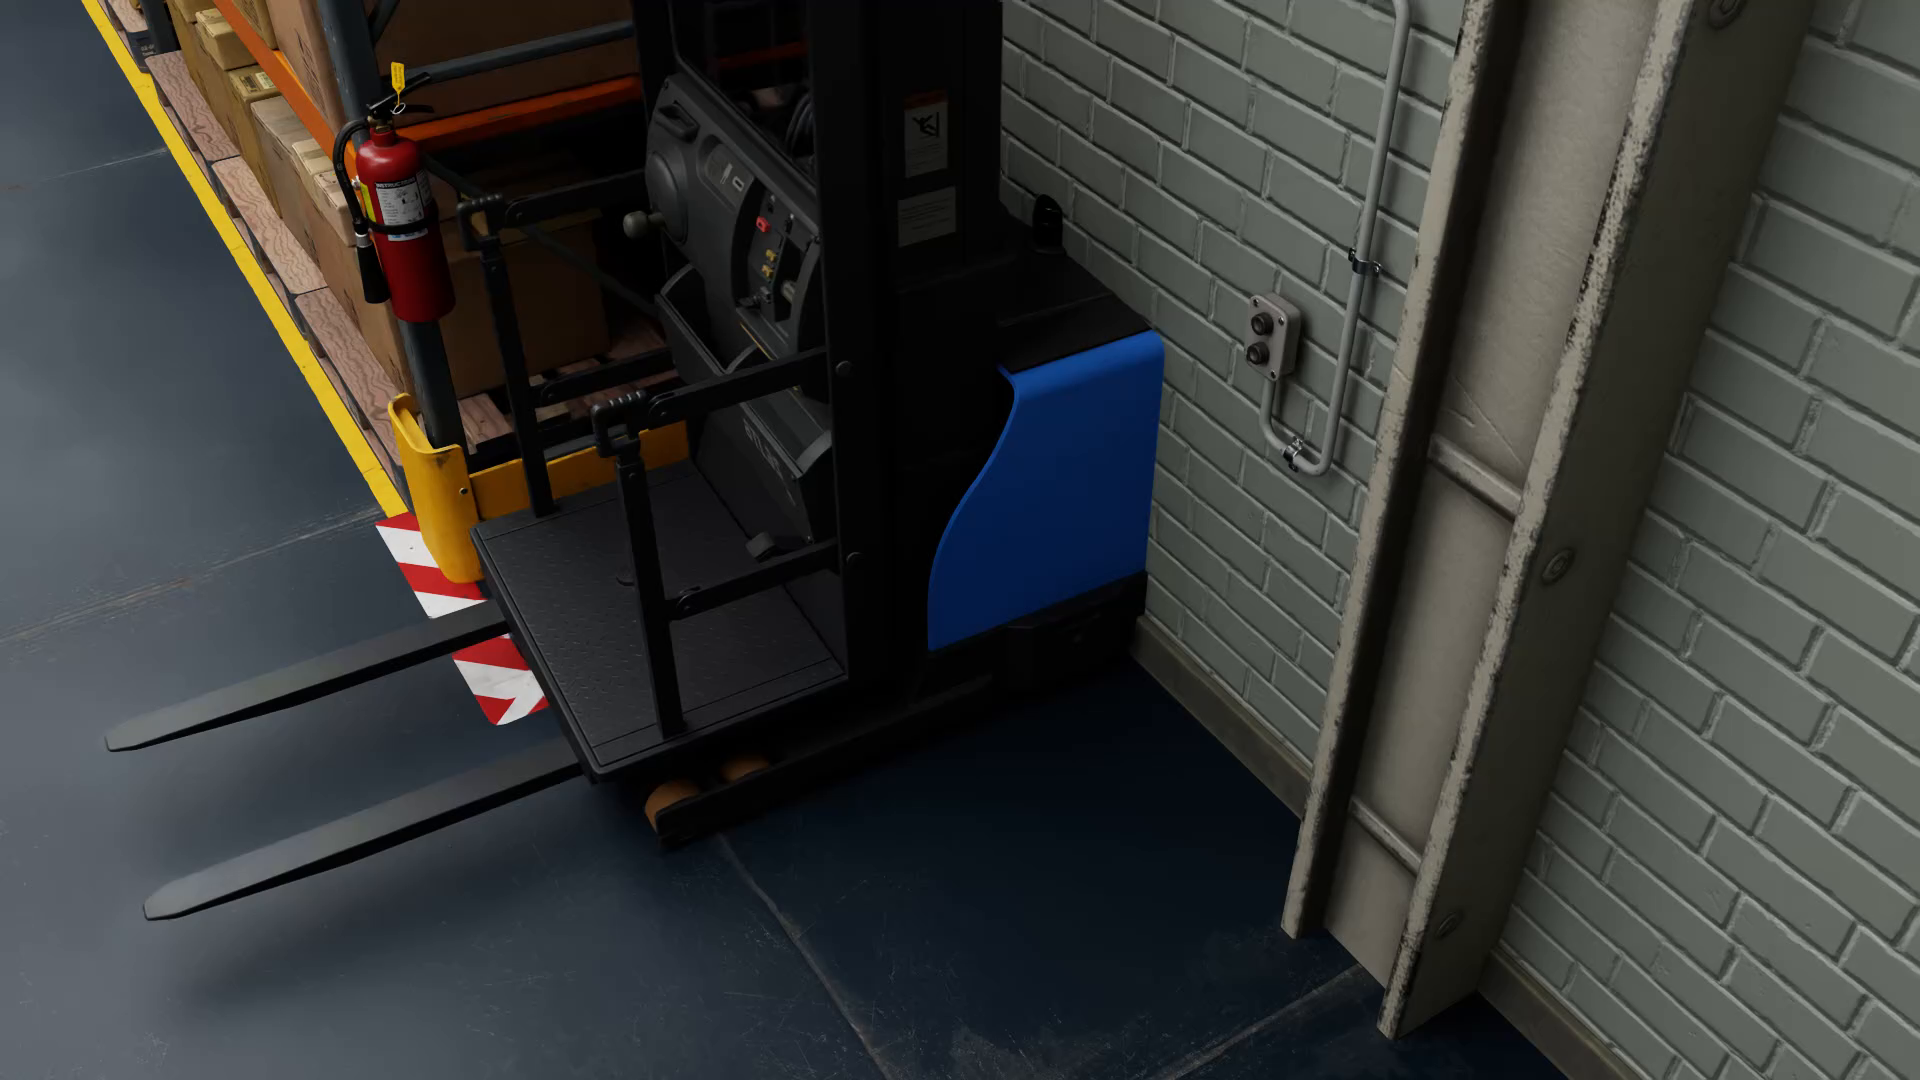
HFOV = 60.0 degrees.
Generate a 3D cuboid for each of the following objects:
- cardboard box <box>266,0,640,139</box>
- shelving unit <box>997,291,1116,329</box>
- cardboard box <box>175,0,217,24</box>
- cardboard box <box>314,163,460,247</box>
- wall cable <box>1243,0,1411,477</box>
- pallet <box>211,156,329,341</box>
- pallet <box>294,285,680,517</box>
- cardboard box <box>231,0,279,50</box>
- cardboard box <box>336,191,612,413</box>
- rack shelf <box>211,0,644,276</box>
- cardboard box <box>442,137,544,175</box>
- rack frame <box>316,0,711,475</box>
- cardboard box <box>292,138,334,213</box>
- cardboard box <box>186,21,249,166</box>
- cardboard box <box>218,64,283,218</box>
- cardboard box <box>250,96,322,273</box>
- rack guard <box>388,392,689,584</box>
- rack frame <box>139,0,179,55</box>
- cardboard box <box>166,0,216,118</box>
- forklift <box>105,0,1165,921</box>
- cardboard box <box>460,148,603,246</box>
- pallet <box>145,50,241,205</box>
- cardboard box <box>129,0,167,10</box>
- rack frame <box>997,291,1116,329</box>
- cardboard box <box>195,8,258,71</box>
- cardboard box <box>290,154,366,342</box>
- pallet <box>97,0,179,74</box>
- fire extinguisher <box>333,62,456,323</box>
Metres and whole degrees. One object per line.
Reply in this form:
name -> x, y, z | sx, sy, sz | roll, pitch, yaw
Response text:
cardboard box -> -1.439, -1.695, 4.707 | 0.980, 0.700, 0.700 | -20, 44, -23
shelving unit -> -0.059, -0.431, 4.835 | 0.538, 1.125, 1.048 | -18, 40, -27
cardboard box -> -2.961, -2.231, 6.702 | 0.380, 0.149, 0.250 | -21, 44, -23
cardboard box -> -1.840, -1.109, 5.355 | 0.380, 0.149, 0.250 | -23, 45, -25
wall cable -> 0.330, -1.333, 3.713 | 0.084, 1.984, 1.851 | -22, 45, -24
pallet -> -2.304, -1.300, 6.645 | 1.003, 0.211, 1.213 | -22, 45, -24
pallet -> -1.652, -0.642, 5.855 | 1.003, 0.211, 1.213 | -22, 45, -24
cardboard box -> -1.840, -2.084, 5.174 | 0.980, 0.700, 0.700 | -23, 45, -25
cardboard box -> -1.617, -0.853, 5.555 | 0.700, 0.500, 0.500 | -22, 45, -24
rack shelf -> -2.232, -2.111, 6.003 | 1.077, 0.370, 4.000 | -22, 45, -24
cardboard box -> -1.654, -1.377, 5.677 | 0.380, 0.149, 0.250 | -22, 45, -24
rack frame -> -1.156, -1.308, 4.477 | 1.000, 3.000, 0.127 | -22, 45, -24
cardboard box -> -1.978, -1.246, 5.520 | 0.380, 0.149, 0.250 | -21, 44, -23
cardboard box -> -2.724, -1.957, 6.880 | 0.700, 0.500, 0.500 | -23, 45, -25
cardboard box -> -2.450, -1.679, 6.547 | 0.700, 0.500, 0.500 | -21, 44, -23
cardboard box -> -2.157, -1.394, 6.204 | 0.700, 0.500, 0.500 | -24, 45, -26
rack guard -> -1.144, -0.335, 5.262 | 1.175, 0.500, 0.348 | -22, 45, -24
rack frame -> -3.307, -3.467, 7.068 | 1.000, 3.000, 0.127 | -22, 45, -24
cardboard box -> -2.992, -2.229, 7.207 | 0.700, 0.500, 0.500 | -22, 44, -24
forklift -> -0.724, -0.734, 3.842 | 3.031, 2.935, 1.130 | -20, 44, -22
cardboard box -> -1.381, -1.103, 5.349 | 0.380, 0.149, 0.250 | -22, 45, -24
pallet -> -2.964, -1.959, 7.436 | 1.003, 0.211, 1.213 | -22, 45, -24
cardboard box -> -3.766, -3.109, 7.989 | 0.750, 0.750, 0.750 | -22, 44, -24
rack frame -> 0.213, -0.180, 4.486 | 0.500, 1.125, 0.032 | -18, 40, -27
cardboard box -> -2.680, -1.949, 6.364 | 0.380, 0.149, 0.250 | -23, 45, -26
cardboard box -> -1.886, -1.123, 5.879 | 0.700, 0.500, 0.500 | -22, 45, -25
pallet -> -3.786, -2.787, 8.429 | 1.003, 0.211, 1.213 | -22, 45, -24
fire extinguisher -> -1.464, -0.895, 4.333 | 0.296, 0.674, 0.183 | -22, 45, -24
